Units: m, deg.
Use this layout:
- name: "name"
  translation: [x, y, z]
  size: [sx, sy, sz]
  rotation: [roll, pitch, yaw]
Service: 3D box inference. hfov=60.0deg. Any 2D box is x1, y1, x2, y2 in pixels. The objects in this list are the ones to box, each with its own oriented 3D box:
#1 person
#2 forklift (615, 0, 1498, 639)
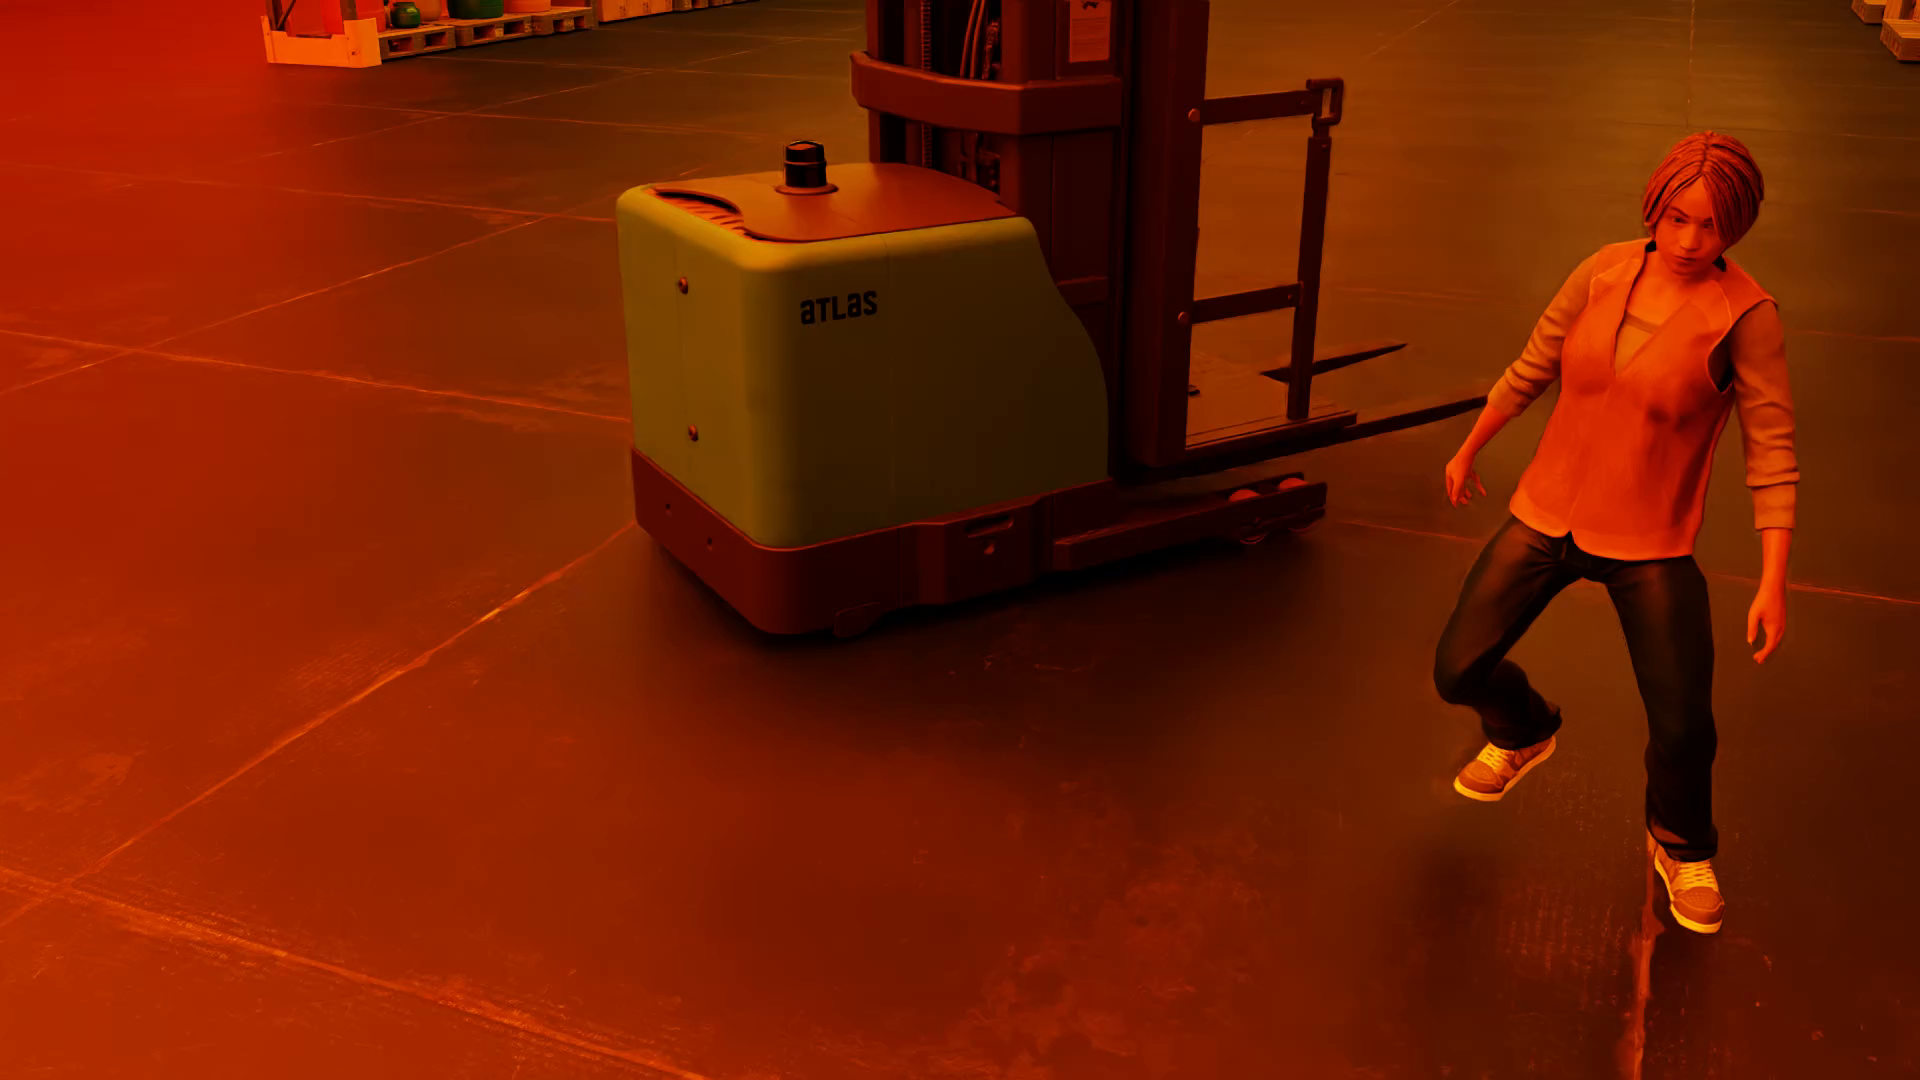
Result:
- name: "person"
  translation: [1.247, -0.024, 3.215]
  size: [0.449, 1.514, 0.755]
  rotation: [-20, 30, -39]
- name: "forklift"
  translation: [0.540, -1.498, 4.877]
  size: [3.031, 2.935, 1.130]
  rotation: [-13, 26, -28]
